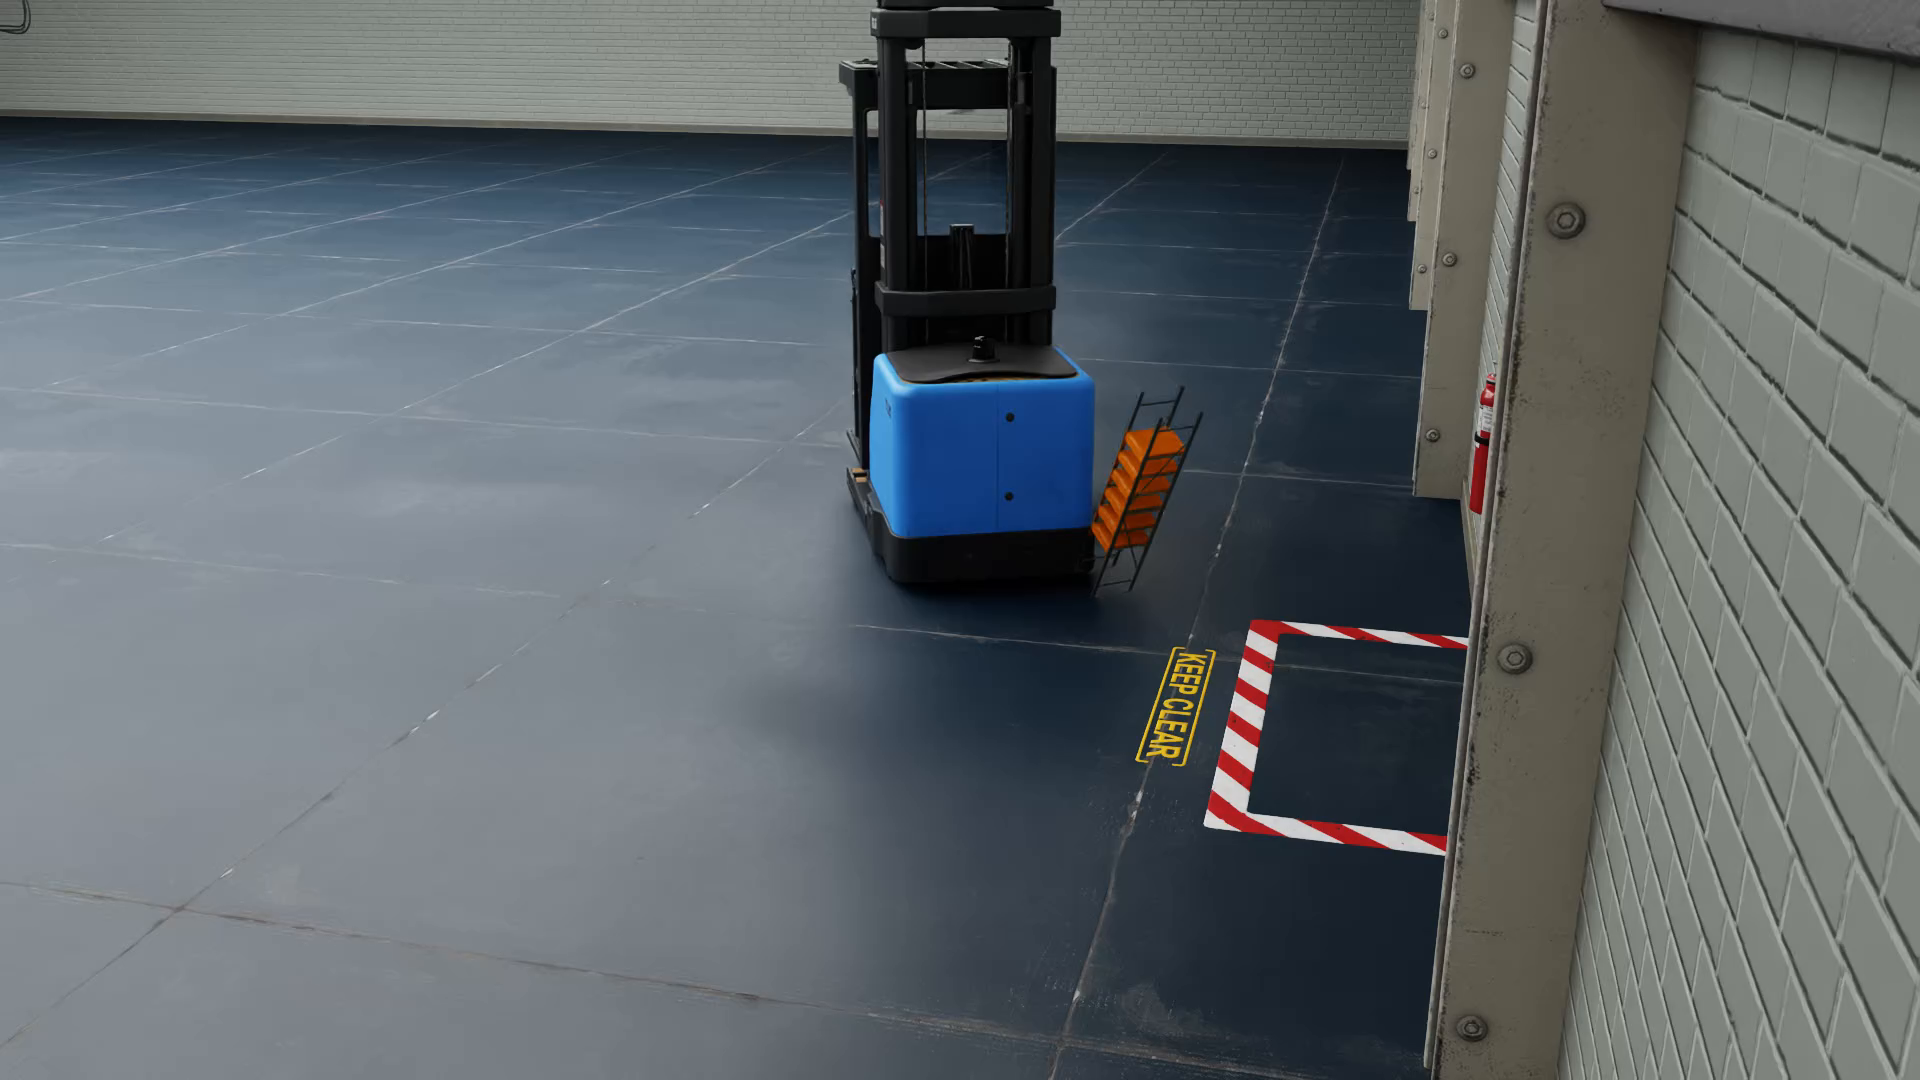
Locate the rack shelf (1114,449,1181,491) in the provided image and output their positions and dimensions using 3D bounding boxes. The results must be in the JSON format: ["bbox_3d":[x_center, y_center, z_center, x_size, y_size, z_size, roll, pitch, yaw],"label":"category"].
[{"bbox_3d":[0.888,-0.347,7.883,0.258,0.103,0.180,-9,49,-25],"label":"rack shelf"}]

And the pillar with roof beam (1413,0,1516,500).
[{"bbox_3d":[-1.264,-4.911,9.643,9.100,9.000,0.400,5,19,13],"label":"pillar with roof beam"}]

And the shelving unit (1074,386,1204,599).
[{"bbox_3d":[0.848,-0.210,8.017,0.258,1.200,0.189,-9,49,-25],"label":"shelving unit"}]

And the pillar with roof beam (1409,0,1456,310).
[{"bbox_3d":[0.202,-6.791,15.149,9.100,9.000,0.400,5,19,13],"label":"pillar with roof beam"}]

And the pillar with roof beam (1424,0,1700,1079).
[{"bbox_3d":[-2.730,-3.030,4.137,9.100,9.000,0.400,5,19,13],"label":"pillar with roof beam"}]

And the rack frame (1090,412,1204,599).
[{"bbox_3d":[0.883,-0.146,7.962,0.240,1.200,0.006,-9,49,-25],"label":"rack frame"}]

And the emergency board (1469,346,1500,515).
[{"bbox_3d":[2.085,-0.623,6.370,0.194,1.169,0.643,5,19,13],"label":"emergency board"}]

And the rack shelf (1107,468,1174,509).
[{"bbox_3d":[0.863,-0.263,7.965,0.258,0.103,0.180,-9,49,-25],"label":"rack shelf"}]

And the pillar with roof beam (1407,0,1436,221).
[{"bbox_3d":[1.668,-8.672,20.655,9.100,9.000,0.400,5,19,13],"label":"pillar with roof beam"}]

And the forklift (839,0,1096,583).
[{"bbox_3d":[-0.071,-1.607,9.358,1.130,2.935,3.031,-3,19,-9],"label":"forklift"}]

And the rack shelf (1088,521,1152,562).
[{"bbox_3d":[0.789,-0.010,8.211,0.258,0.103,0.180,-9,49,-25],"label":"rack shelf"}]

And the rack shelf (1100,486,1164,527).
[{"bbox_3d":[0.838,-0.179,8.047,0.258,0.103,0.180,-9,49,-25],"label":"rack shelf"}]

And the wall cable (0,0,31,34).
[{"bbox_3d":[-21.235,-12.050,35.348,3.097,2.526,0.112,5,19,13],"label":"wall cable"}]

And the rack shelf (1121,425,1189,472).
[{"bbox_3d":[0.913,-0.431,7.801,0.258,0.103,0.180,-9,49,-25],"label":"rack shelf"}]

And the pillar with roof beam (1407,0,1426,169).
[{"bbox_3d":[3.134,-10.553,26.161,9.100,9.000,0.400,5,19,13],"label":"pillar with roof beam"}]

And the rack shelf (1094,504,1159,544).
[{"bbox_3d":[0.814,-0.094,8.129,0.258,0.103,0.180,-9,49,-25],"label":"rack shelf"}]

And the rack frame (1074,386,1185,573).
[{"bbox_3d":[0.812,-0.274,8.072,0.240,1.200,0.006,-9,49,-25],"label":"rack frame"}]
